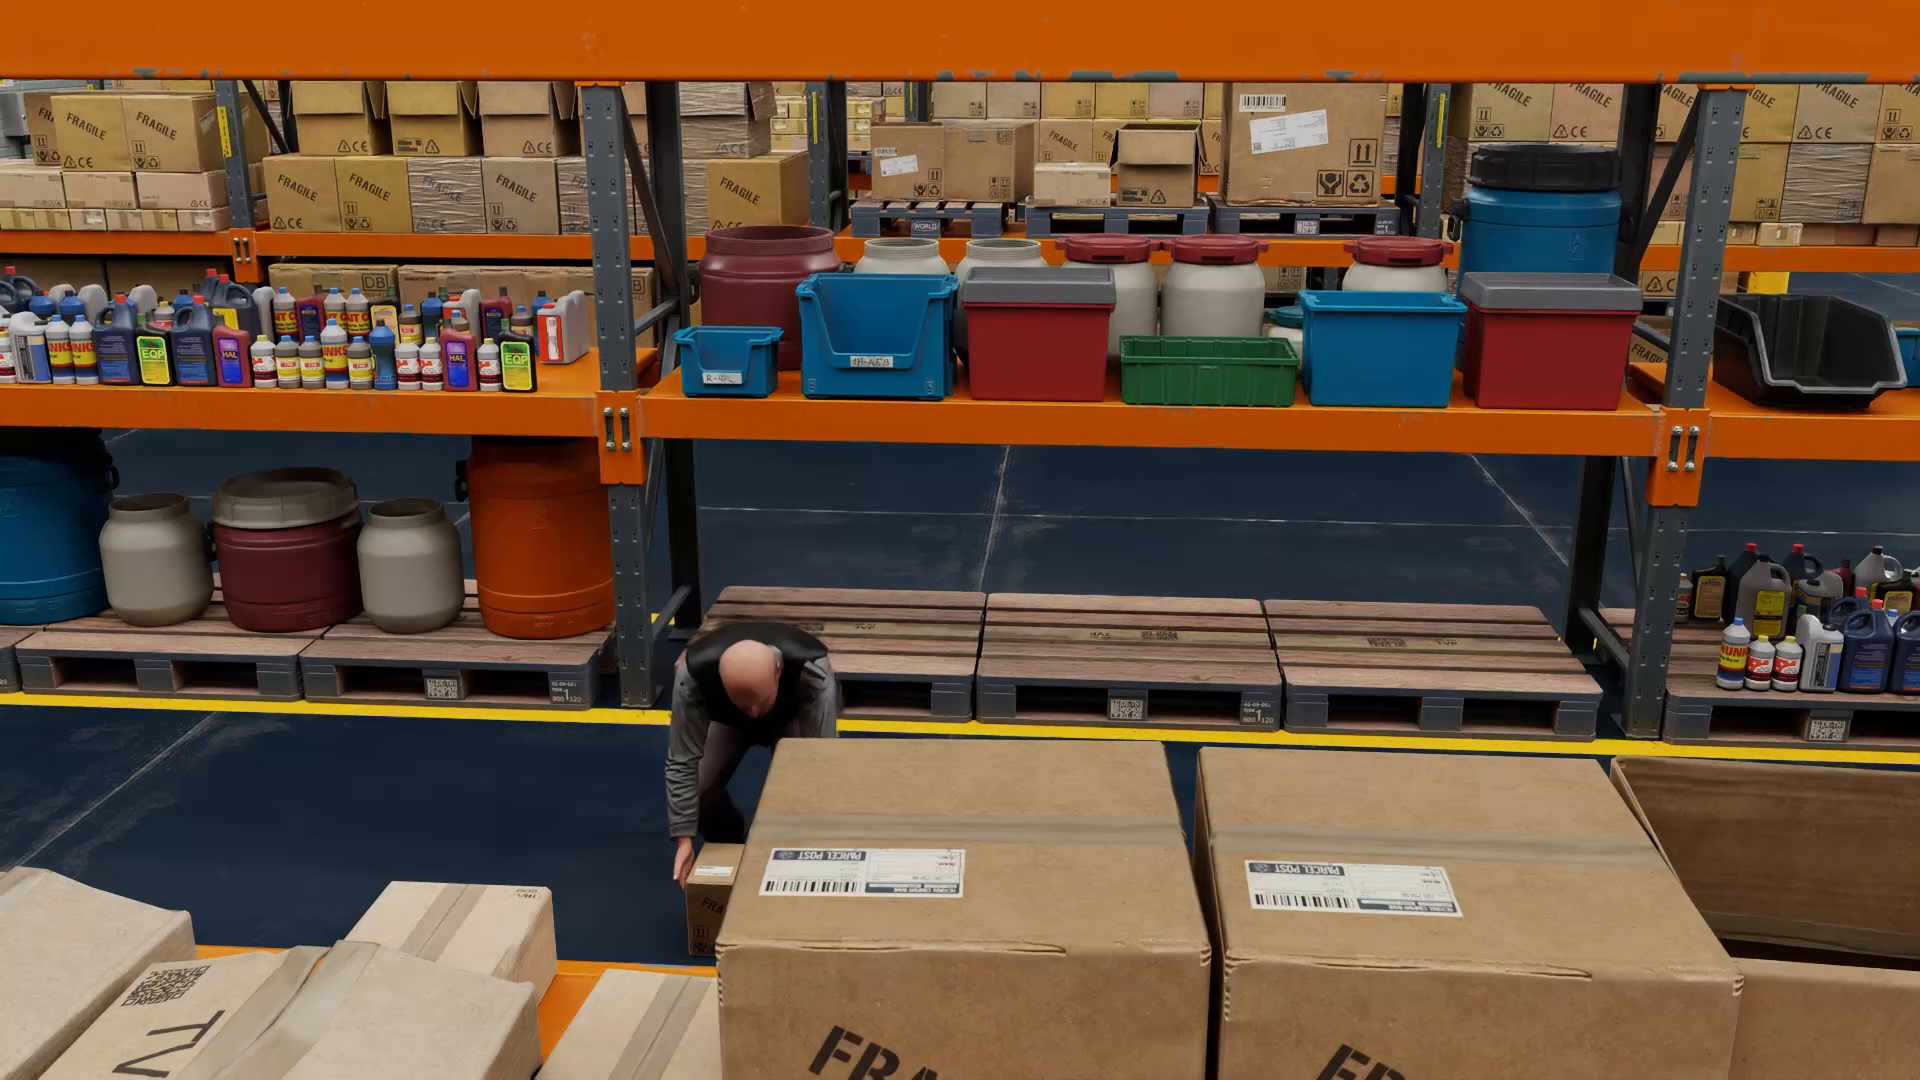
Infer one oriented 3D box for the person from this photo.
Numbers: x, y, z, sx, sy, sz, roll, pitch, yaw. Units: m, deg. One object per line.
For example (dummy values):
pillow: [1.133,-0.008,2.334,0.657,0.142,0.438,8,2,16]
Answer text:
person: [-0.632,0.656,5.295,0.547,0.963,0.859,1,17,4]
